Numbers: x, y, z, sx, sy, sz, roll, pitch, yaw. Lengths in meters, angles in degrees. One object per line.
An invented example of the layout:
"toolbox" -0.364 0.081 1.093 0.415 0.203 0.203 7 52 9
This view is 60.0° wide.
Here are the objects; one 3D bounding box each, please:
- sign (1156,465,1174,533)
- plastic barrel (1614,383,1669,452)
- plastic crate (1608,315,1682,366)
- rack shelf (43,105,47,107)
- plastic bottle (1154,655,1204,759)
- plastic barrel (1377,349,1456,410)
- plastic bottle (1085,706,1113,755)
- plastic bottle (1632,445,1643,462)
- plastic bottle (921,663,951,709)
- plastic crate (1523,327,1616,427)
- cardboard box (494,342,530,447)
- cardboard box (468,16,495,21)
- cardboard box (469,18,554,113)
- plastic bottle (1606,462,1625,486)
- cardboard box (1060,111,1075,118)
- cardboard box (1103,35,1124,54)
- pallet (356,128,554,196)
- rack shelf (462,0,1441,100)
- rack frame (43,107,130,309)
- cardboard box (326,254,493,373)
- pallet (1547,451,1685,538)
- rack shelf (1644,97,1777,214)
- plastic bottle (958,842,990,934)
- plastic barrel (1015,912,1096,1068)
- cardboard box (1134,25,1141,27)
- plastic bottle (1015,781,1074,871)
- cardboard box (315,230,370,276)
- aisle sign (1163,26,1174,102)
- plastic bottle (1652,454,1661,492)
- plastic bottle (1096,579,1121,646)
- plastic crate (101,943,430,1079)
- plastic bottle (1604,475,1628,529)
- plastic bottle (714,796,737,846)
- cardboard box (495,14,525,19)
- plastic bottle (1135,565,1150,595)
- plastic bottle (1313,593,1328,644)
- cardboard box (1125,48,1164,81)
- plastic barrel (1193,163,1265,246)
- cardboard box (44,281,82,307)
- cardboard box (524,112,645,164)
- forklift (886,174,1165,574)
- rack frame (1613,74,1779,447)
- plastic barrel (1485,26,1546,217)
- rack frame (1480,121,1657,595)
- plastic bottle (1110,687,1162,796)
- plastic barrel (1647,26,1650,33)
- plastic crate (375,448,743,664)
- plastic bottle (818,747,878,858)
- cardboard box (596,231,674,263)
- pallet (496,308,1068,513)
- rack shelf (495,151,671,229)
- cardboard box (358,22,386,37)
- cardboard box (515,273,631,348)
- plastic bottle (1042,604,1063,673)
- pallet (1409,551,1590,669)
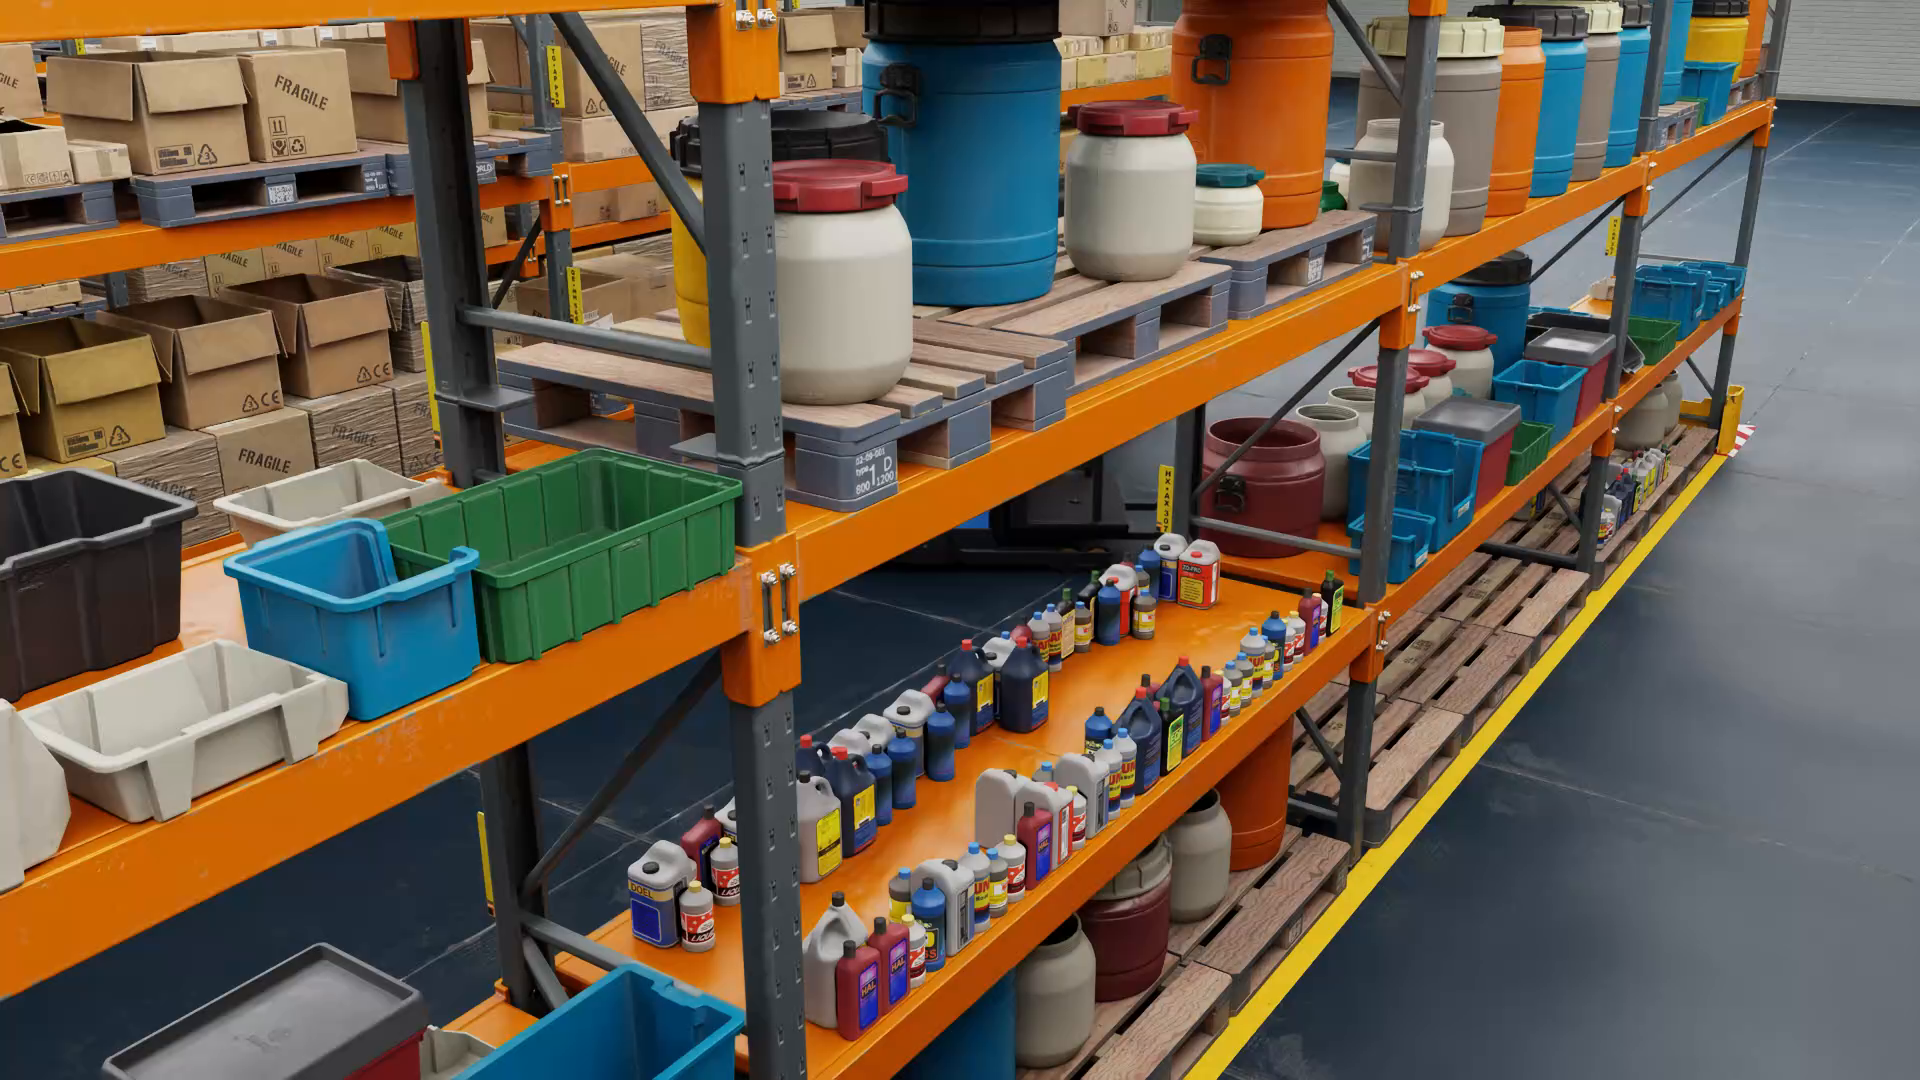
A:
"sign" 0.962 -0.185 7.705 0.100 0.325 0.005 13 24 32
"plastic barrel" 5.329 -0.981 13.073 0.421 0.512 0.421 0 20 0
"plastic crate" 4.666 -1.386 11.492 0.450 0.188 0.662 13 24 32
"rack shelf" -5.597 -3.608 13.909 1.077 0.370 4.000 13 24 32
"plastic bottle" 0.780 0.585 5.931 0.144 0.351 0.185 13 24 32
"plastic barrel" 2.538 -0.772 9.332 0.433 0.535 0.433 0 20 0
"plastic bottle" 0.476 0.703 5.727 0.097 0.271 0.097 0 20 0
"plastic bottle" 4.995 -0.572 12.268 0.061 0.283 0.133 13 24 32
"plastic bottle" -0.086 0.594 6.005 0.061 0.283 0.133 13 24 32
"plastic crate" 3.650 -0.982 10.004 0.402 0.464 0.583 13 24 32
"cardboard box" -2.748 -0.826 9.529 0.500 0.500 0.500 14 25 33
"cardboard box" -4.408 -5.024 15.737 0.500 0.250 0.500 13 24 31
"cardboard box" -2.614 -2.843 9.938 0.500 0.500 0.500 14 24 33
"plastic bottle" 4.675 -0.428 11.890 0.152 0.276 0.135 13 24 32
"cardboard box" 1.000 -3.673 15.356 0.500 0.500 0.500 13 24 32
"cardboard box" 1.186 -4.275 14.317 0.380 0.149 0.250 12 23 29
"pallet" -2.994 -2.092 9.045 1.213 0.211 1.003 15 25 34
"rack shelf" 0.296 -1.718 5.051 1.077 0.370 4.000 13 24 32
"rack frame" -6.721 -1.965 12.754 1.000 3.000 0.127 13 24 32
"cardboard box" -3.100 -1.279 9.310 0.797 0.503 0.637 14 25 34
"pallet" 4.766 -0.379 12.484 1.003 0.211 1.213 13 24 32
"rack shelf" 4.794 -2.794 11.707 1.077 0.370 4.000 13 24 32
"plastic bottle" 0.041 1.014 4.886 0.097 0.271 0.097 0 20 0
"plastic barrel" 0.281 1.614 6.058 0.421 0.512 0.421 0 20 0
"cardboard box" 1.476 -4.754 15.610 0.380 0.149 0.250 13 24 31
"plastic bottle" 0.268 0.879 5.244 0.152 0.276 0.135 13 24 32
"cardboard box" -5.396 -2.522 14.114 0.500 0.500 0.500 13 24 31
"aisle sign" 2.105 -4.443 15.704 0.394 0.787 0.004 13 24 32
"plastic bottle" 5.006 -0.508 12.106 0.152 0.276 0.135 13 24 30
"plastic bottle" 0.613 0.291 6.839 0.097 0.271 0.097 0 20 0
"plastic crate" -1.537 1.294 3.764 0.402 0.464 0.583 13 24 32
"plastic bottle" 4.466 -0.265 11.342 0.144 0.351 0.185 14 25 33
"plastic bottle" -0.668 0.922 5.127 0.152 0.276 0.135 13 24 32
"cardboard box" -3.966 -4.918 15.452 0.500 0.250 0.500 13 24 32
"plastic bottle" 0.768 0.207 7.167 0.097 0.201 0.097 0 20 0
"plastic bottle" 1.466 0.319 6.865 0.097 0.201 0.097 0 20 0
"cardboard box" 1.482 -4.269 14.875 0.500 0.250 0.500 13 24 32
"plastic barrel" 0.939 -1.206 5.971 0.301 0.262 0.301 0 20 0
"cardboard box" -6.618 -1.813 12.099 0.380 0.149 0.250 14 24 33
"cardboard box" -2.201 -2.390 9.796 0.500 0.250 0.500 14 24 33
"forklift" 0.655 -1.335 11.148 3.031 2.935 1.130 0 20 1
"rack frame" 5.918 -2.298 13.654 1.000 3.000 0.127 13 24 32
"plastic barrel" 2.430 -1.992 7.884 0.600 0.830 0.708 13 24 32
"rack frame" 3.669 -1.150 10.552 1.000 3.000 0.127 13 24 32
"plastic bottle" 0.601 0.676 5.684 0.144 0.351 0.185 13 24 32
"plastic barrel" 4.074 -2.892 10.169 0.421 0.512 0.421 0 20 0
"plastic crate" -0.816 0.018 3.375 0.450 0.188 0.662 13 24 32
"plastic bottle" -0.359 0.816 5.308 0.144 0.351 0.185 13 24 32
"cardboard box" -3.557 -2.739 17.304 0.875 0.875 0.875 13 24 32
"pallet" -0.468 -0.417 4.518 1.213 0.211 1.003 13 24 32
"rack shelf" -1.551 -2.612 11.216 1.077 0.370 4.000 13 24 32
"cardboard box" -4.984 -4.296 14.198 0.500 0.250 0.500 13 24 31
"cardboard box" -2.405 -1.375 10.410 0.500 0.500 0.500 10 23 25
"plastic bottle" 0.358 0.384 6.589 0.097 0.271 0.097 0 20 0
"pallet" 3.260 0.390 10.406 1.003 0.211 1.213 13 24 32
